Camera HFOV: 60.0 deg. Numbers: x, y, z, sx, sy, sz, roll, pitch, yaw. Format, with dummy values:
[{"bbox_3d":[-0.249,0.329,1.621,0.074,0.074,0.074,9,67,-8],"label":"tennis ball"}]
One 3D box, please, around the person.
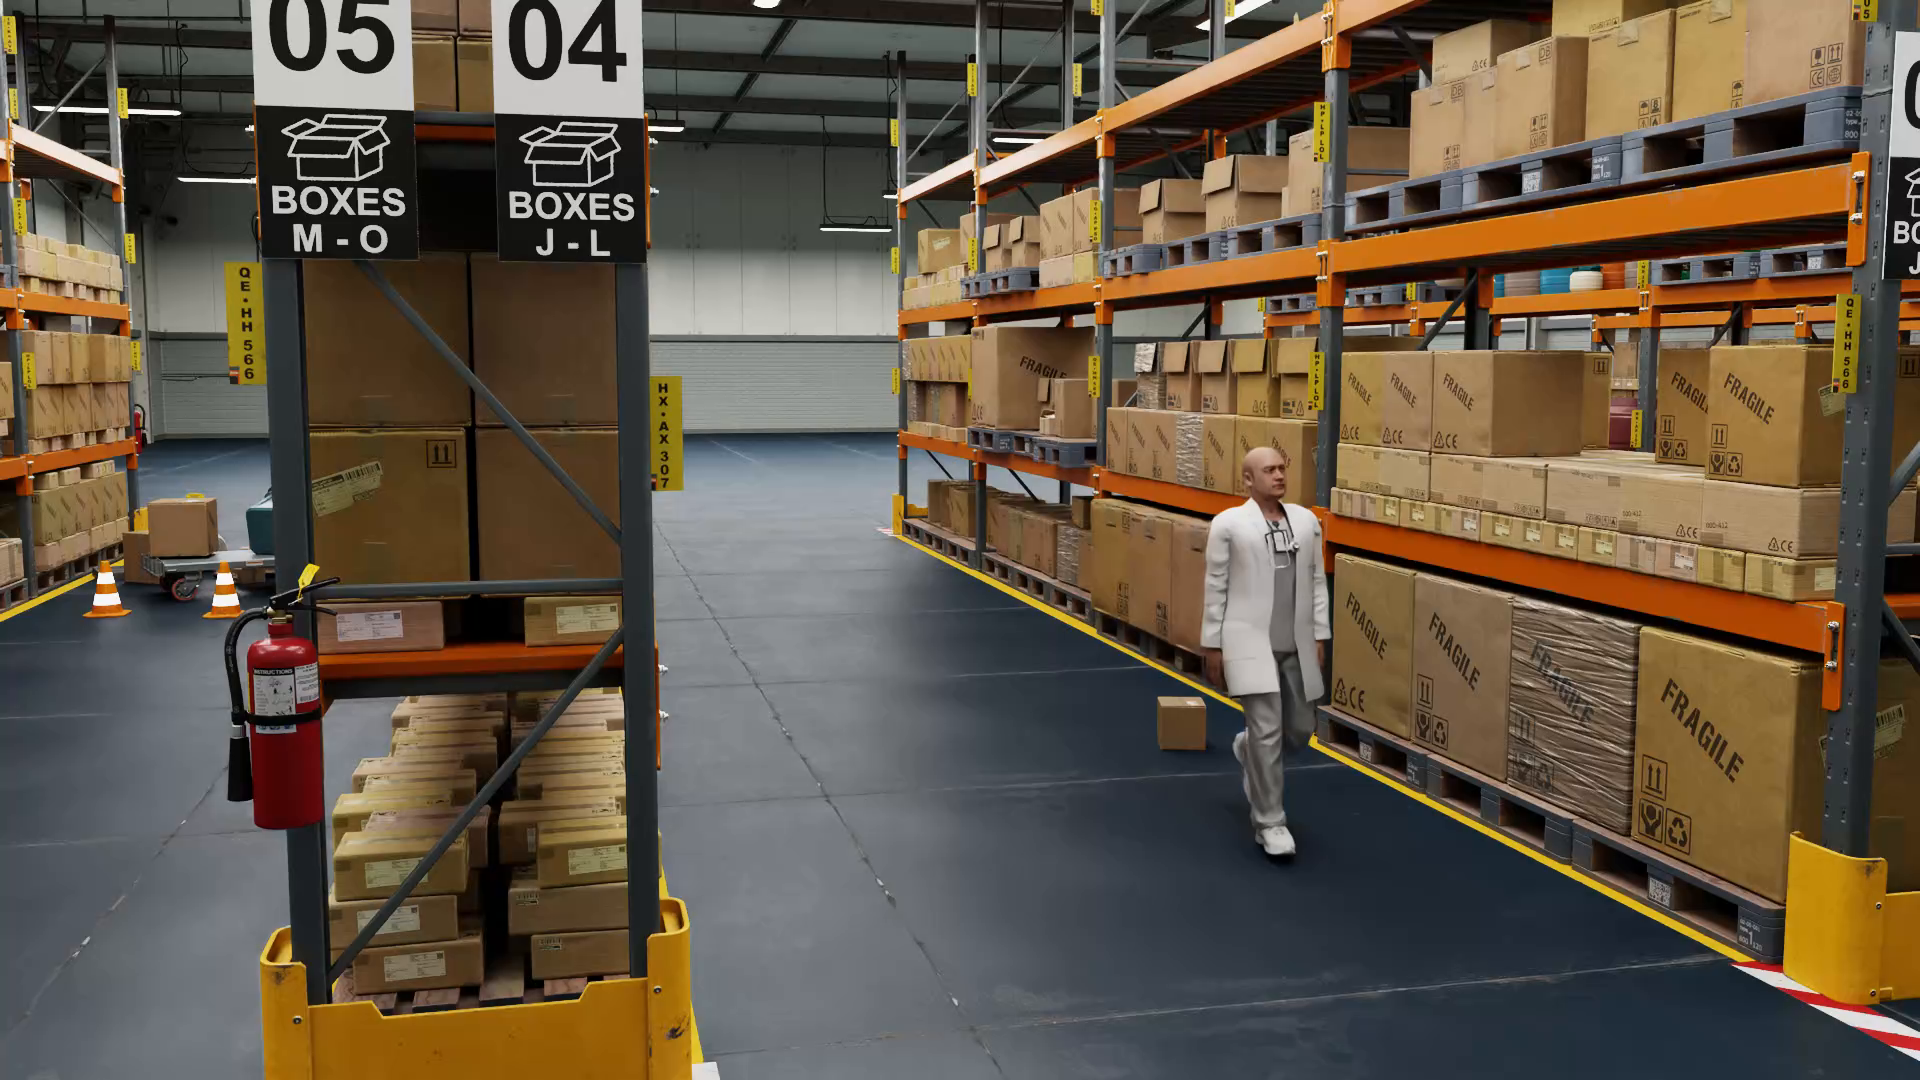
[{"bbox_3d":[1.366,0.457,7.442,0.593,1.749,0.873,-2,6,-15],"label":"person"}]
